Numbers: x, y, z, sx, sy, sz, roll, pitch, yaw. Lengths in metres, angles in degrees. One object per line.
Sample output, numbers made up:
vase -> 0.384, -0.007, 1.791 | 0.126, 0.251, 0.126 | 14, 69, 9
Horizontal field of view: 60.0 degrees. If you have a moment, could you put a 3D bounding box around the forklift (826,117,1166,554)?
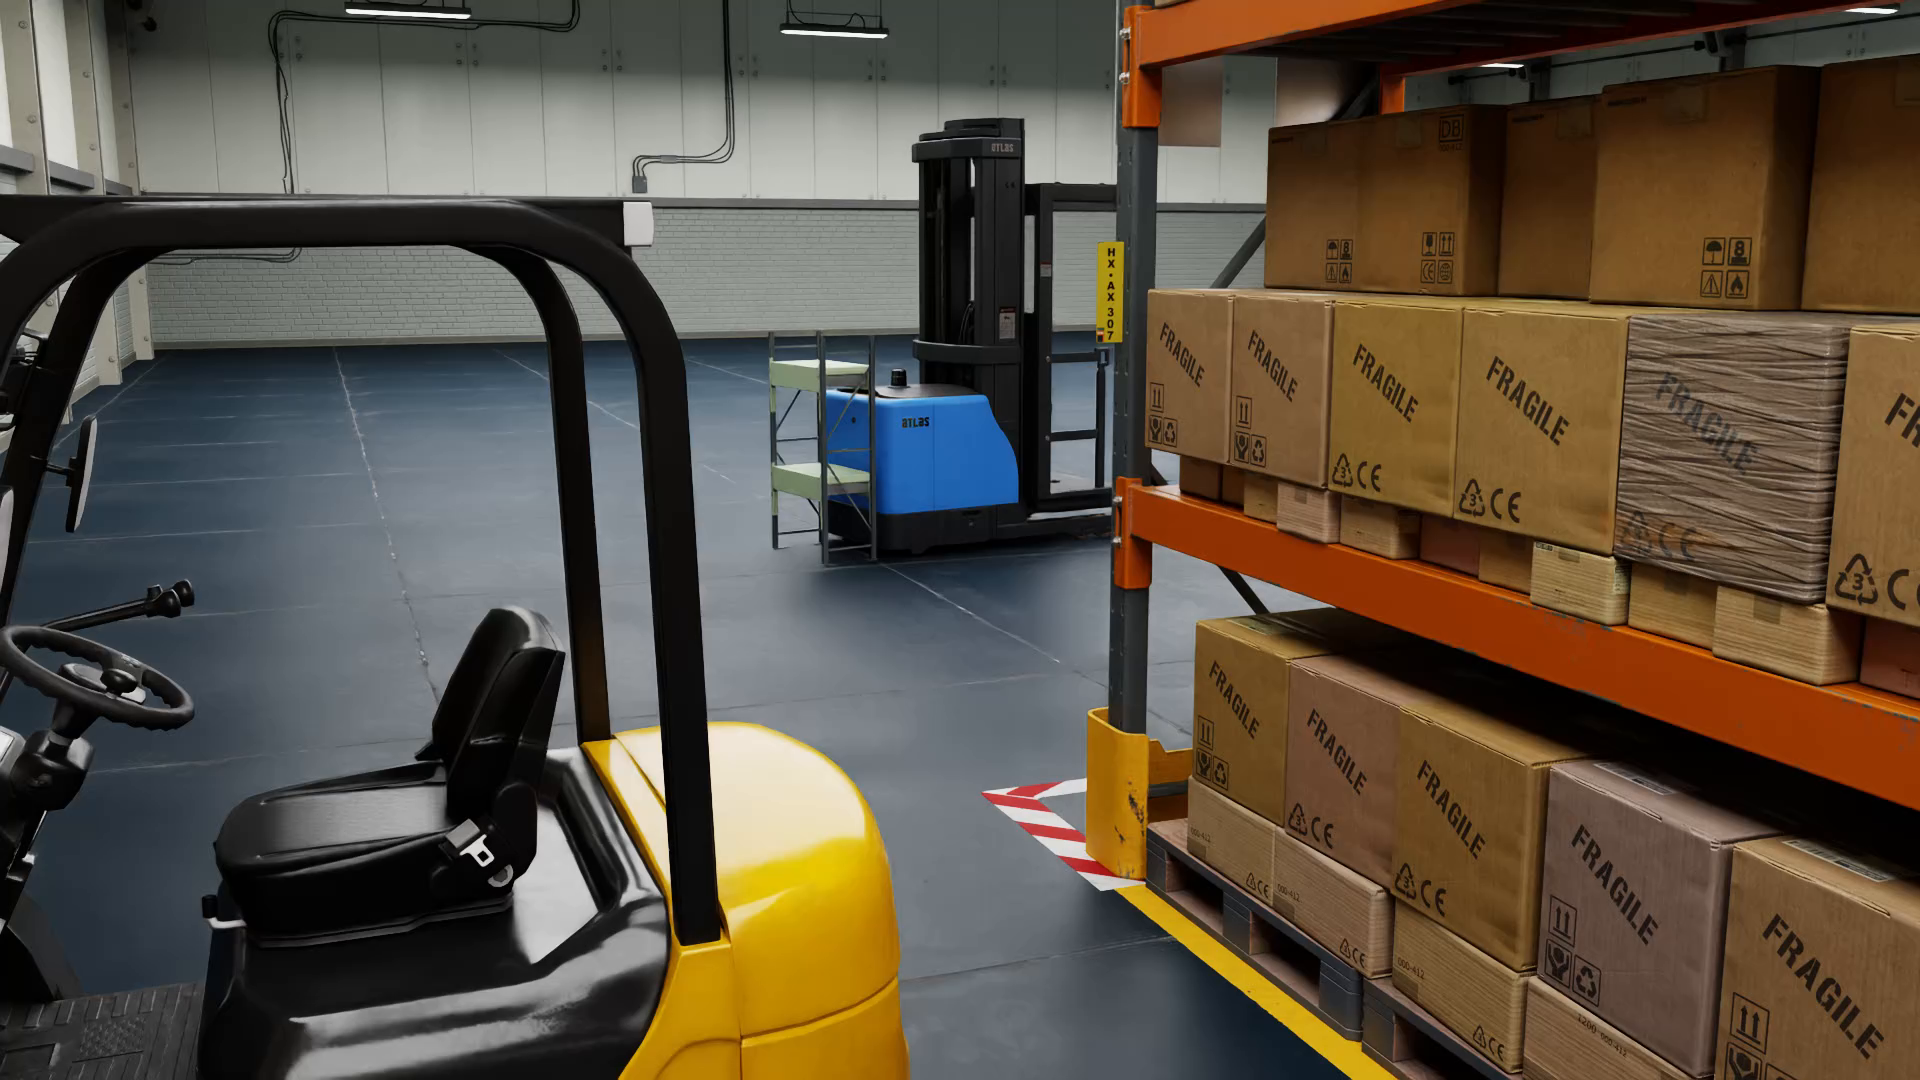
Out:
forklift -> 0.519, -1.516, 12.076 | 3.031, 2.935, 1.130 | -6, 12, -32

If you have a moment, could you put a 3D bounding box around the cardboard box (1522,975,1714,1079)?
cardboard box -> 1.602, 1.134, 3.635 | 0.500, 0.250, 0.500 | -4, 11, -20

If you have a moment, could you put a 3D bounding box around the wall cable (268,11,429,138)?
wall cable -> -12.398, -9.476, 33.940 | 3.097, 2.526, 0.112 | -4, 11, -21

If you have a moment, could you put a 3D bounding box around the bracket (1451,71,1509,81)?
bracket -> 13.148, -11.888, 42.780 | 0.076, 0.066, 3.189 | -4, 11, -21

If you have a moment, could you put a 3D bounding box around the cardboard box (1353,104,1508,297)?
cardboard box -> 1.564, -0.953, 4.721 | 0.700, 0.500, 0.500 | -4, 11, -20

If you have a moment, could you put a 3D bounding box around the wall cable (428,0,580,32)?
wall cable -> -9.514, -11.911, 34.646 | 3.097, 2.526, 0.112 | -4, 11, -21

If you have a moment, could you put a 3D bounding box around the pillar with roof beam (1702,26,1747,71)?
pillar with roof beam -> 12.436, -8.528, 34.167 | 9.100, 9.000, 0.548 | -4, 11, -21

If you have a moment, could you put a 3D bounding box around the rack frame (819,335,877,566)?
rack frame -> -0.733, -0.585, 10.926 | 0.400, 1.500, 0.023 | -6, 12, -32

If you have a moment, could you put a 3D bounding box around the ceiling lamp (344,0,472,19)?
ceiling lamp -> -9.258, -10.326, 27.608 | 2.000, 3.185, 0.800 | -4, 11, -21

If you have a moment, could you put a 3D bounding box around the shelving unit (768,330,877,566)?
shelving unit -> -0.932, -0.639, 11.229 | 0.431, 1.500, 0.755 | -6, 12, -32

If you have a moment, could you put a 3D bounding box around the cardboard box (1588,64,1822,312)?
cardboard box -> 1.896, -0.786, 3.783 | 0.700, 0.500, 0.500 | -4, 11, -21

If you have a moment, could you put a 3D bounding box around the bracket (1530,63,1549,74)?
bracket -> 14.094, -11.462, 40.386 | 0.235, 0.232, 0.430 | -4, 11, -21

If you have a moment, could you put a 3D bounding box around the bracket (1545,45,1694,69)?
bracket -> 15.028, -11.042, 38.022 | 0.076, 0.066, 4.783 | -4, 11, -21

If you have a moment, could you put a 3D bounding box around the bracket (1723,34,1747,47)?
bracket -> 16.268, -10.483, 34.880 | 0.235, 0.232, 0.430 | -4, 11, -21

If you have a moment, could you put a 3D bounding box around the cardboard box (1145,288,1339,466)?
cardboard box -> 0.912, -0.518, 5.133 | 0.500, 0.500, 0.500 | -4, 11, -22

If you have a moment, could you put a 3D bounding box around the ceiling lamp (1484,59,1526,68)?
ceiling lamp -> 11.051, -11.709, 35.382 | 2.000, 3.185, 0.800 | -4, 11, -21

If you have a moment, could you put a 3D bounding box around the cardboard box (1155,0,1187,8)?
cardboard box -> 0.817, -1.696, 5.041 | 0.380, 0.149, 0.250 | -4, 11, -21

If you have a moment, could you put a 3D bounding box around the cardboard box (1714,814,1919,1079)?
cardboard box -> 1.798, 0.851, 3.083 | 0.500, 0.500, 0.500 | -4, 11, -20

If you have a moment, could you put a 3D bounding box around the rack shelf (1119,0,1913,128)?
rack shelf -> 1.724, -1.214, 3.666 | 1.077, 0.370, 4.000 | -4, 11, -21

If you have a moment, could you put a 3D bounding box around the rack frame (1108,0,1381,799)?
rack frame -> 0.999, -0.417, 5.701 | 1.000, 3.000, 0.127 | -4, 11, -21

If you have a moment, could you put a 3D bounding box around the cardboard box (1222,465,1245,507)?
cardboard box -> 1.034, -0.185, 5.111 | 0.380, 0.149, 0.250 | -4, 11, -20

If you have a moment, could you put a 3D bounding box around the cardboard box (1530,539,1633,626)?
cardboard box -> 1.485, 0.077, 3.639 | 0.380, 0.149, 0.250 | -4, 11, -20

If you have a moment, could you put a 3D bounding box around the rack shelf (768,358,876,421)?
rack shelf -> -0.932, -1.023, 11.160 | 0.431, 0.370, 0.720 | -6, 12, -32

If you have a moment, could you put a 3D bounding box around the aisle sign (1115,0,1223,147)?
aisle sign -> 0.688, -1.688, 5.420 | 0.394, 0.787, 0.004 | -4, 11, -21

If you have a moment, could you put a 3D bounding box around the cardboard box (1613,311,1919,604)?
cardboard box -> 1.671, -0.185, 3.260 | 0.500, 0.500, 0.500 | -4, 11, -19

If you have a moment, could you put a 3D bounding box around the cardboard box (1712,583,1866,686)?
cardboard box -> 1.677, 0.160, 3.170 | 0.380, 0.149, 0.250 | -4, 11, -22

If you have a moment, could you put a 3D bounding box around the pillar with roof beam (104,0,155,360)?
pillar with roof beam -> -11.072, -8.055, 31.506 | 9.100, 9.000, 0.548 | -4, 11, -21

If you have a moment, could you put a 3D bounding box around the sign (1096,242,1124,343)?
sign -> 0.494, -0.809, 5.432 | 0.100, 0.325, 0.005 | -4, 11, -21

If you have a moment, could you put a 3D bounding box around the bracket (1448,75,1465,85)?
bracket -> 12.934, -11.985, 43.322 | 0.235, 0.232, 0.430 | -4, 11, -21

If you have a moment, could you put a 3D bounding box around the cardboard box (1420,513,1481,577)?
cardboard box -> 1.381, -0.013, 4.143 | 0.380, 0.149, 0.250 | -4, 11, -19

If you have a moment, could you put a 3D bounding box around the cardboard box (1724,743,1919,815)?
cardboard box -> 2.095, 0.729, 3.770 | 0.500, 0.500, 0.500 | -3, 11, -18

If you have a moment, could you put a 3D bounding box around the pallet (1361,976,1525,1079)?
pallet -> 1.727, 1.302, 4.000 | 1.003, 0.211, 1.213 | -4, 11, -21

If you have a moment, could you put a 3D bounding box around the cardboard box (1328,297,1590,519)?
cardboard box -> 1.289, -0.351, 4.192 | 0.500, 0.500, 0.500 | -4, 11, -22

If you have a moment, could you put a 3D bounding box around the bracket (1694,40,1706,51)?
bracket -> 15.967, -10.618, 35.642 | 0.235, 0.232, 0.430 | -4, 11, -21

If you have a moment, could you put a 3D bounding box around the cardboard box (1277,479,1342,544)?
cardboard box -> 1.104, -0.092, 4.590 | 0.380, 0.149, 0.250 | -4, 11, -20

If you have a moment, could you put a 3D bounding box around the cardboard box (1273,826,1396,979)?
cardboard box -> 1.212, 0.963, 4.596 | 0.500, 0.250, 0.500 | -3, 11, -19

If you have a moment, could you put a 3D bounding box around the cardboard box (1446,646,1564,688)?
cardboard box -> 1.725, 0.560, 4.720 | 0.500, 0.500, 0.500 | -3, 11, -19

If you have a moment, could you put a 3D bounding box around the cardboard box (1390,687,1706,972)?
cardboard box -> 1.411, 0.681, 4.038 | 0.500, 0.500, 0.500 | -4, 11, -20

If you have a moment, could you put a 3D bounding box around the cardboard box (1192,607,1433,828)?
cardboard box -> 1.043, 0.513, 4.979 | 0.500, 0.500, 0.500 | -4, 11, -23
